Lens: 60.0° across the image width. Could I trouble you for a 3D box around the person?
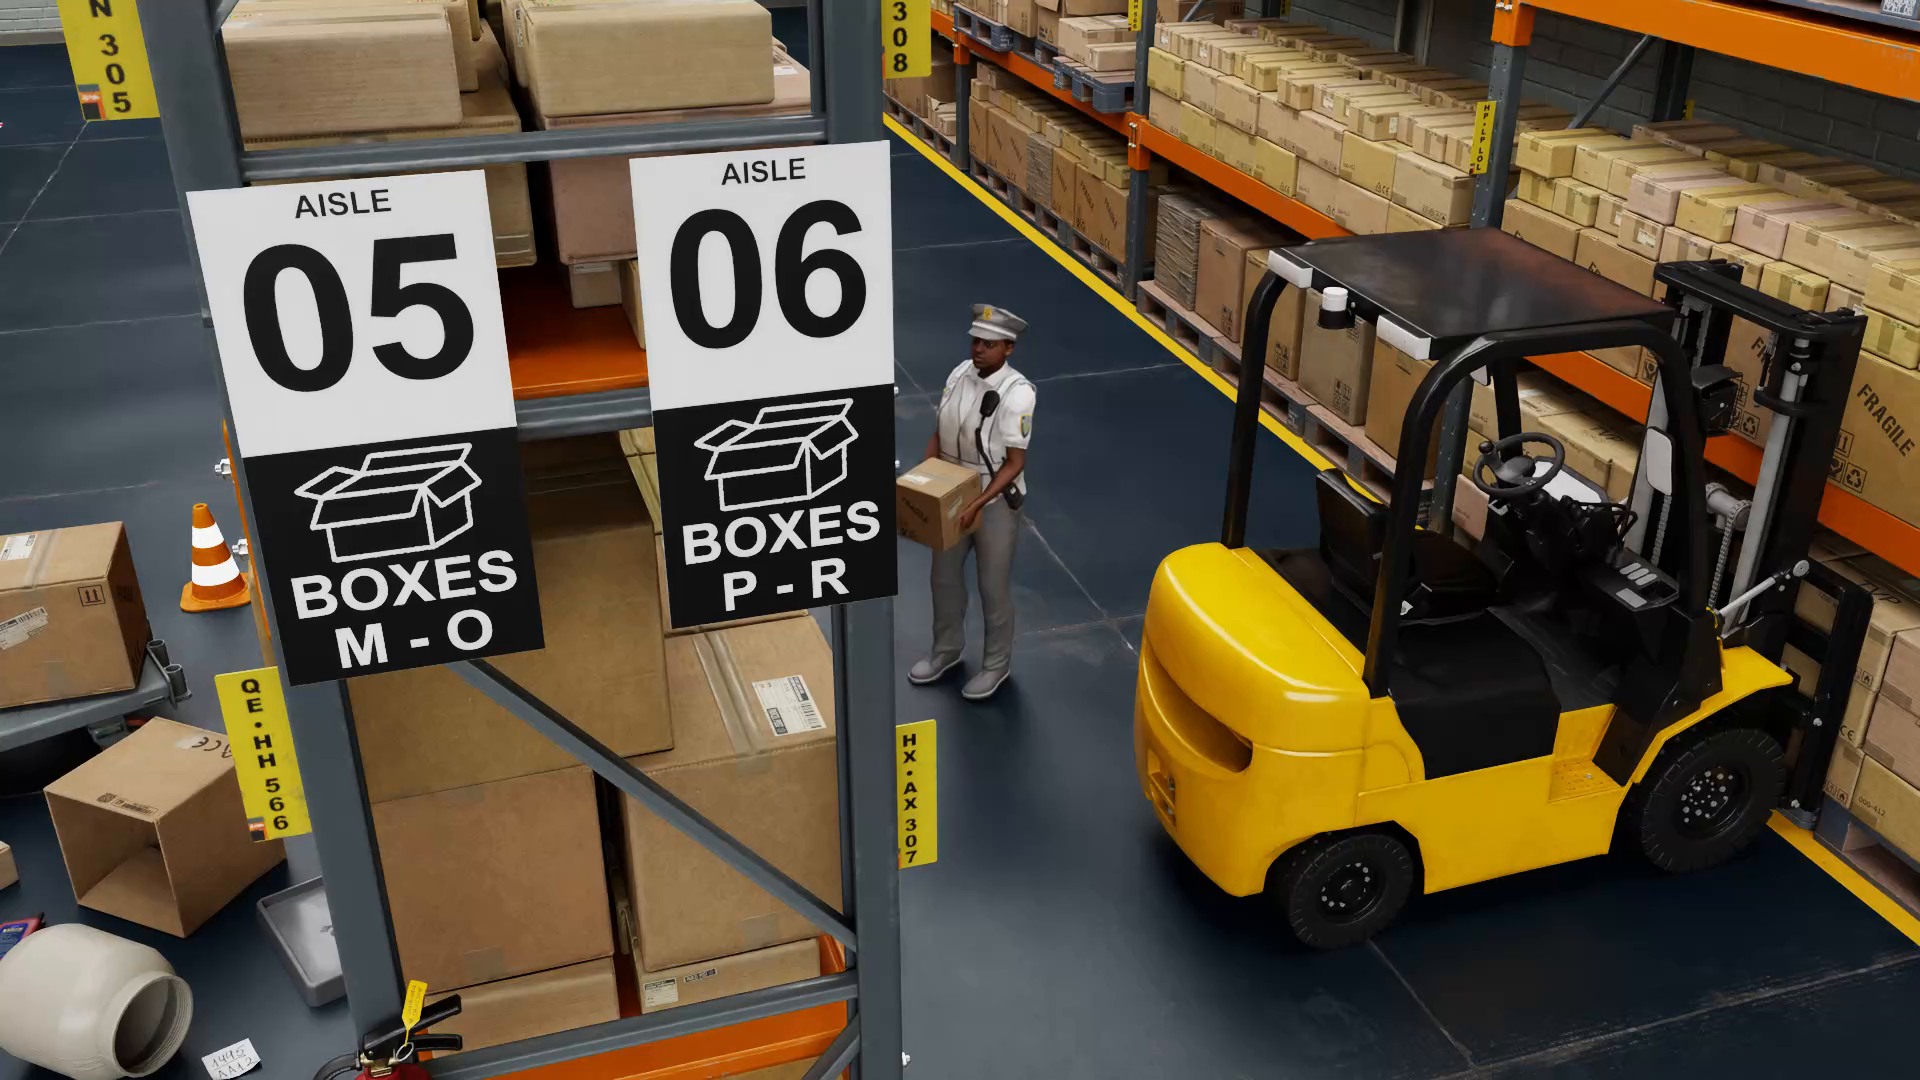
[{"bbox_3d":[0.043,-0.147,6.864,0.474,1.702,0.522,20,33,35],"label":"person"}]
